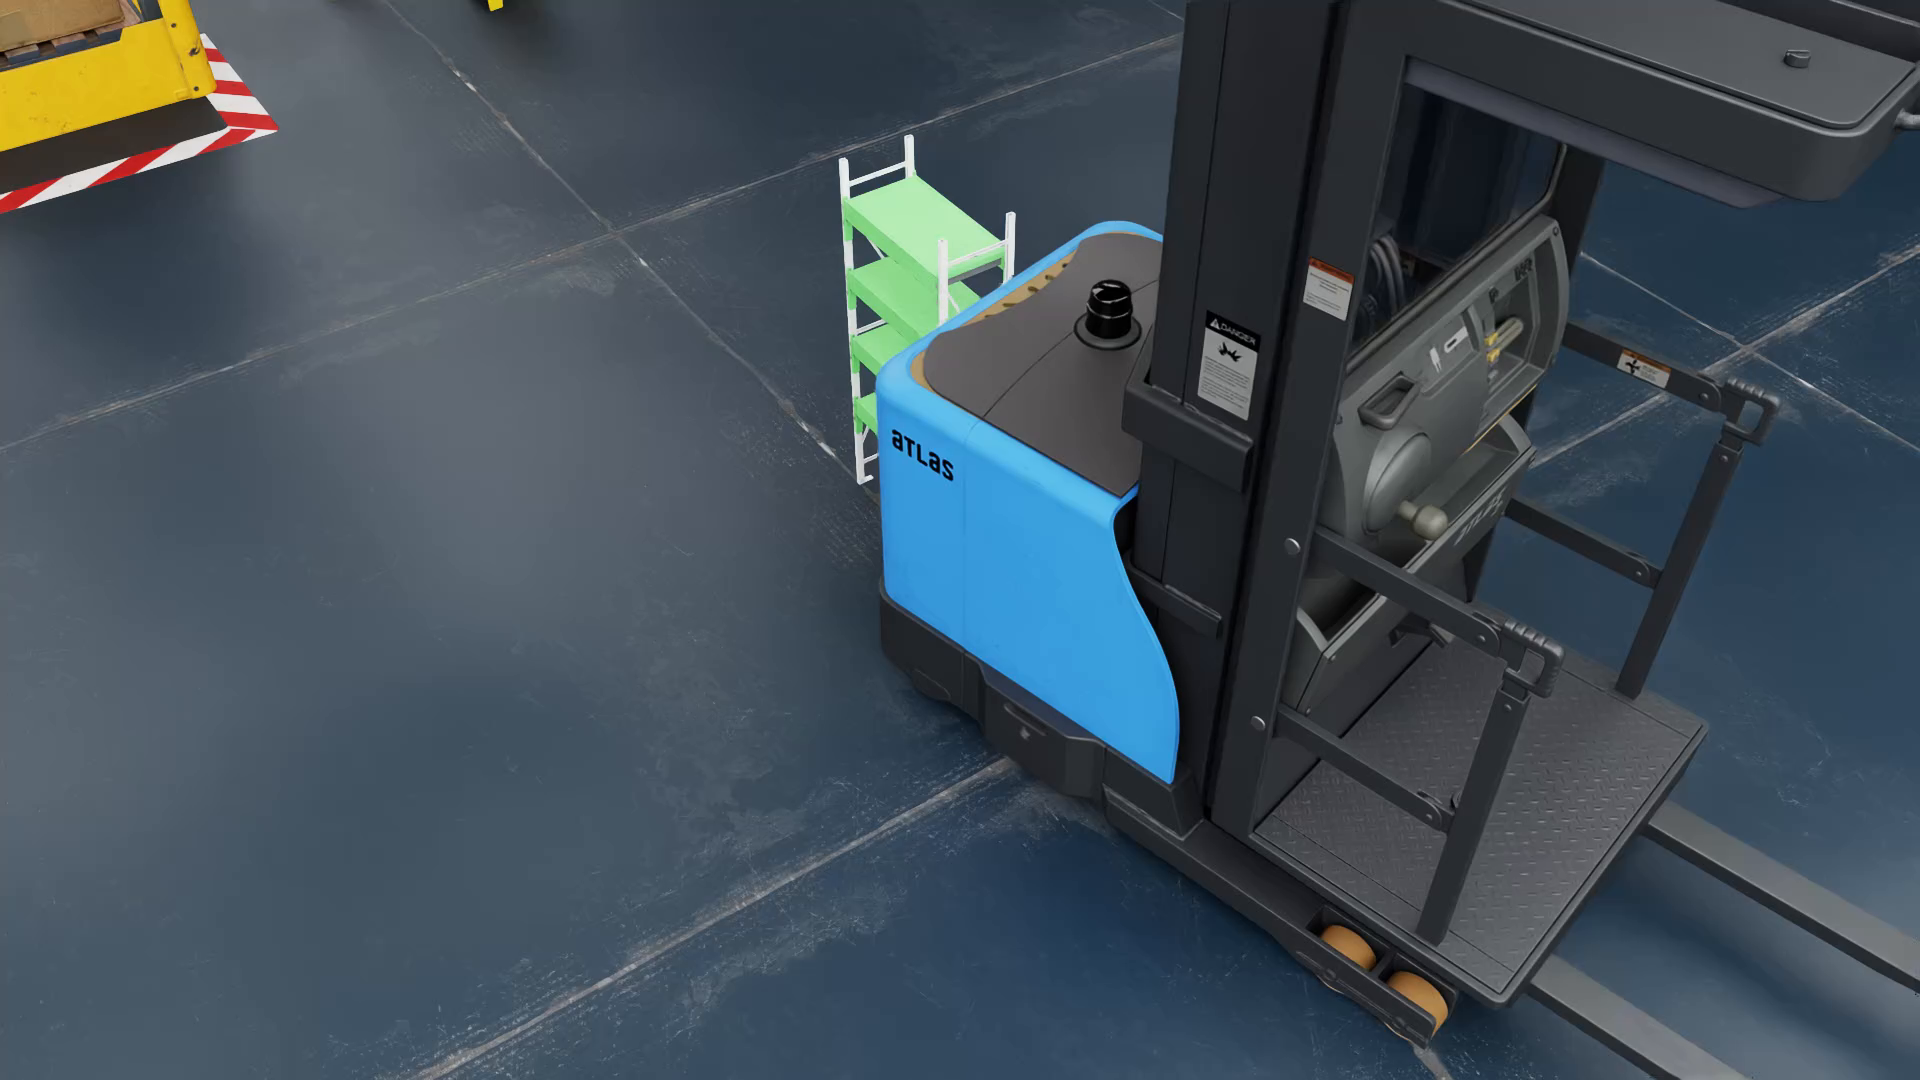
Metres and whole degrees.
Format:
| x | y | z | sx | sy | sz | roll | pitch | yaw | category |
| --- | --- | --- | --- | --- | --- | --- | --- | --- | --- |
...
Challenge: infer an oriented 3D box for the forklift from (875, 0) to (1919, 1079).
| x | y | z | sx | sy | sz | roll | pitch | yaw | category |
| --- | --- | --- | --- | --- | --- | --- | --- | --- | --- |
| 1.203 | -0.275 | 3.415 | 3.031 | 2.935 | 1.130 | 32 | 52 | 29 | forklift |

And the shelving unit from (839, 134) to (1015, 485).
| x | y | z | sx | sy | sz | roll | pitch | yaw | category |
| --- | --- | --- | --- | --- | --- | --- | --- | --- | --- |
| -0.095 | -0.528 | 4.934 | 0.258 | 1.200 | 0.503 | -26 | 49 | -24 | shelving unit |

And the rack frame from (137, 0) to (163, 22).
| x | y | z | sx | sy | sz | roll | pitch | yaw | category |
| --- | --- | --- | --- | --- | --- | --- | --- | --- | --- |
| -3.845 | -2.941 | 6.158 | 1.000 | 3.000 | 0.127 | -26 | 49 | -24 | rack frame |

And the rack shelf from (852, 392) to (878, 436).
| x | y | z | sx | sy | sz | roll | pitch | yaw | category |
| --- | --- | --- | --- | --- | --- | --- | --- | --- | --- |
| -0.095 | -0.308 | 5.144 | 0.258 | 0.148 | 0.480 | -26 | 49 | -24 | rack shelf |

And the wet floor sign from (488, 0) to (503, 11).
| x | y | z | sx | sy | sz | roll | pitch | yaw | category |
| --- | --- | --- | --- | --- | --- | --- | --- | --- | --- |
| -2.204 | -2.855 | 7.774 | 0.267 | 0.644 | 0.232 | -35 | 53 | -31 | wet floor sign |

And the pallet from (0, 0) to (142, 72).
| x | y | z | sx | sy | sz | roll | pitch | yaw | category |
| --- | --- | --- | --- | --- | --- | --- | --- | --- | --- |
| -4.366 | -2.354 | 7.563 | 1.003 | 0.211 | 1.213 | -26 | 49 | -24 | pallet |

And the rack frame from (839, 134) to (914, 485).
| x | y | z | sx | sy | sz | roll | pitch | yaw | category |
| --- | --- | --- | --- | --- | --- | --- | --- | --- | --- |
| -0.234 | -0.666 | 5.079 | 0.240 | 1.200 | 0.015 | -26 | 49 | -24 | rack frame |

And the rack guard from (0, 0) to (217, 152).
| x | y | z | sx | sy | sz | roll | pitch | yaw | category |
| --- | --- | --- | --- | --- | --- | --- | --- | --- | --- |
| -3.831 | -2.023 | 7.007 | 1.175 | 0.500 | 0.348 | -26 | 49 | -24 | rack guard |

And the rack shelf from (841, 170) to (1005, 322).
| x | y | z | sx | sy | sz | roll | pitch | yaw | category |
| --- | --- | --- | --- | --- | --- | --- | --- | --- | --- |
| -0.095 | -0.829 | 4.647 | 0.258 | 0.148 | 0.480 | -26 | 49 | -24 | rack shelf |

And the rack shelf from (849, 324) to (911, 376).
| x | y | z | sx | sy | sz | roll | pitch | yaw | category |
| --- | --- | --- | --- | --- | --- | --- | --- | --- | --- |
| -0.095 | -0.482 | 4.978 | 0.258 | 0.148 | 0.480 | -26 | 49 | -24 | rack shelf |

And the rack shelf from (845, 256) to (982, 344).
| x | y | z | sx | sy | sz | roll | pitch | yaw | category |
| --- | --- | --- | --- | --- | --- | --- | --- | --- | --- |
| -0.095 | -0.655 | 4.812 | 0.258 | 0.148 | 0.480 | -26 | 49 | -24 | rack shelf |

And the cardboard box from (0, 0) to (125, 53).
| x | y | z | sx | sy | sz | roll | pitch | yaw | category |
| --- | --- | --- | --- | --- | --- | --- | --- | --- | --- |
| -4.287 | -2.682 | 7.122 | 0.875 | 0.875 | 0.875 | -25 | 49 | -24 | cardboard box |

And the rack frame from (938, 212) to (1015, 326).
| x | y | z | sx | sy | sz | roll | pitch | yaw | category |
| --- | --- | --- | --- | --- | --- | --- | --- | --- | --- |
| 0.045 | -0.390 | 4.789 | 0.240 | 1.200 | 0.015 | -26 | 49 | -24 | rack frame |
